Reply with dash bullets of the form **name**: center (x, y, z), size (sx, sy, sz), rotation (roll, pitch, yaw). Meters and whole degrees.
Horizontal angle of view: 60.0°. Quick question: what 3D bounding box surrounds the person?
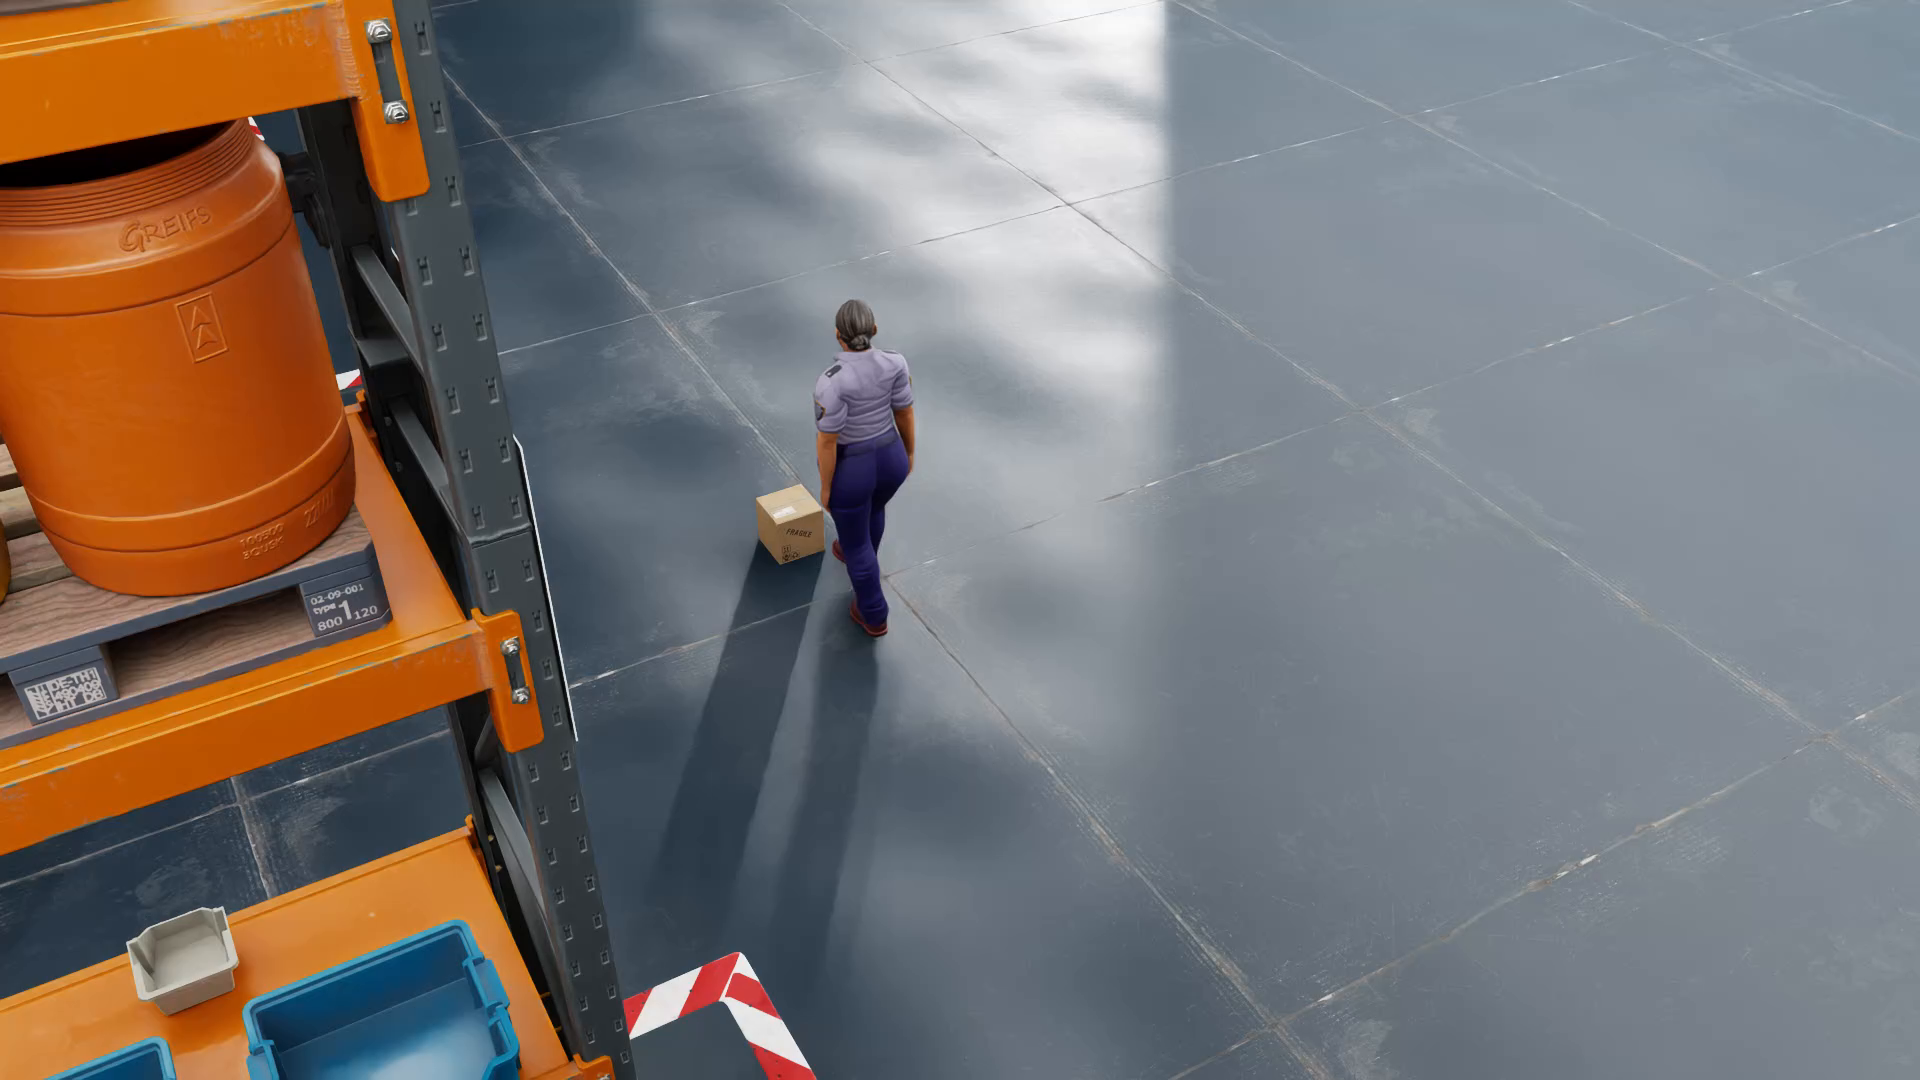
- **person**: center (-0.508, -0.386, 7.448), size (0.499, 1.625, 0.697), rotation (-24, 43, -28)
